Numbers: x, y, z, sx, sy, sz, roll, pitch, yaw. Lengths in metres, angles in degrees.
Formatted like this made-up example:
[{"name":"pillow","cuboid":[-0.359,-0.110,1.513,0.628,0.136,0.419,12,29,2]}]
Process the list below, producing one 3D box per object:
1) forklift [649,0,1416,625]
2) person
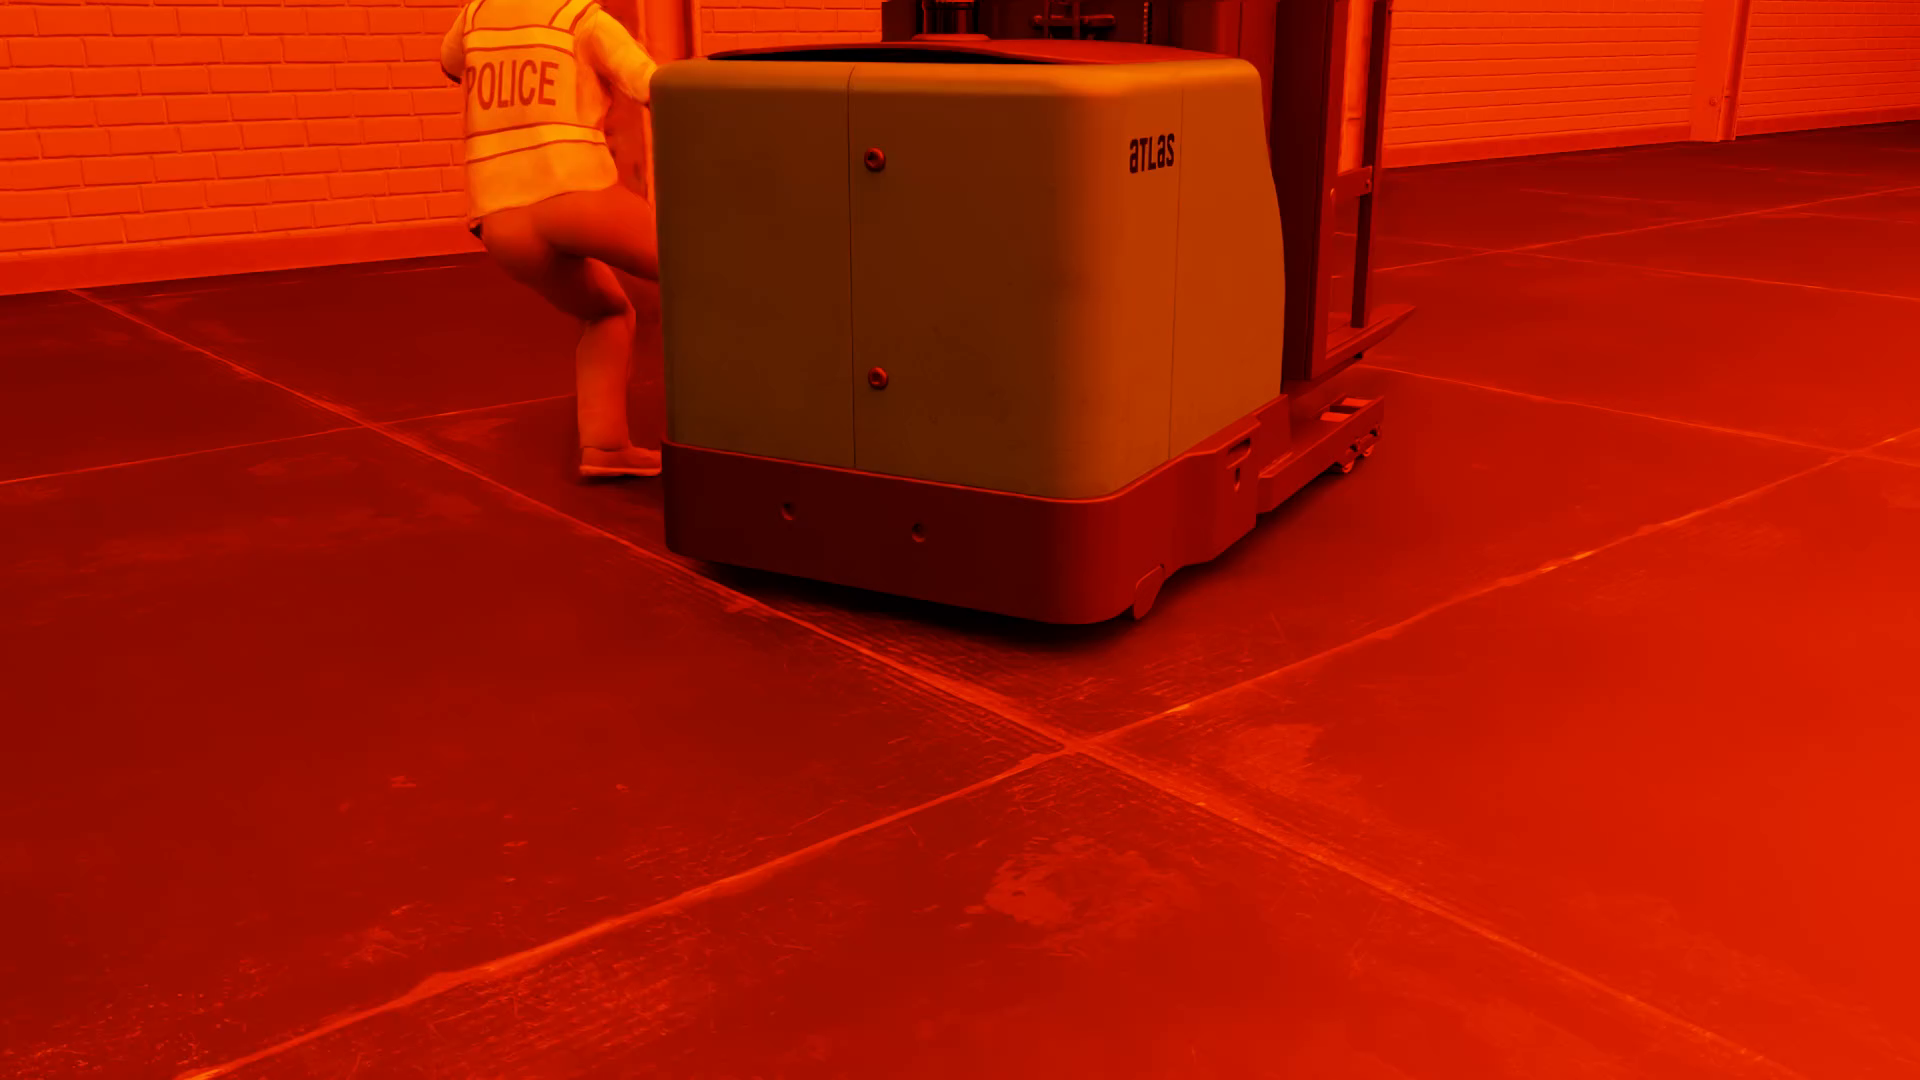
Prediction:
[{"name":"forklift","cuboid":[0.518,-1.632,4.155,1.130,2.935,3.031,9,20,27]},{"name":"person","cuboid":[-0.817,-0.900,4.377,1.196,1.423,0.856,4,18,14]}]
